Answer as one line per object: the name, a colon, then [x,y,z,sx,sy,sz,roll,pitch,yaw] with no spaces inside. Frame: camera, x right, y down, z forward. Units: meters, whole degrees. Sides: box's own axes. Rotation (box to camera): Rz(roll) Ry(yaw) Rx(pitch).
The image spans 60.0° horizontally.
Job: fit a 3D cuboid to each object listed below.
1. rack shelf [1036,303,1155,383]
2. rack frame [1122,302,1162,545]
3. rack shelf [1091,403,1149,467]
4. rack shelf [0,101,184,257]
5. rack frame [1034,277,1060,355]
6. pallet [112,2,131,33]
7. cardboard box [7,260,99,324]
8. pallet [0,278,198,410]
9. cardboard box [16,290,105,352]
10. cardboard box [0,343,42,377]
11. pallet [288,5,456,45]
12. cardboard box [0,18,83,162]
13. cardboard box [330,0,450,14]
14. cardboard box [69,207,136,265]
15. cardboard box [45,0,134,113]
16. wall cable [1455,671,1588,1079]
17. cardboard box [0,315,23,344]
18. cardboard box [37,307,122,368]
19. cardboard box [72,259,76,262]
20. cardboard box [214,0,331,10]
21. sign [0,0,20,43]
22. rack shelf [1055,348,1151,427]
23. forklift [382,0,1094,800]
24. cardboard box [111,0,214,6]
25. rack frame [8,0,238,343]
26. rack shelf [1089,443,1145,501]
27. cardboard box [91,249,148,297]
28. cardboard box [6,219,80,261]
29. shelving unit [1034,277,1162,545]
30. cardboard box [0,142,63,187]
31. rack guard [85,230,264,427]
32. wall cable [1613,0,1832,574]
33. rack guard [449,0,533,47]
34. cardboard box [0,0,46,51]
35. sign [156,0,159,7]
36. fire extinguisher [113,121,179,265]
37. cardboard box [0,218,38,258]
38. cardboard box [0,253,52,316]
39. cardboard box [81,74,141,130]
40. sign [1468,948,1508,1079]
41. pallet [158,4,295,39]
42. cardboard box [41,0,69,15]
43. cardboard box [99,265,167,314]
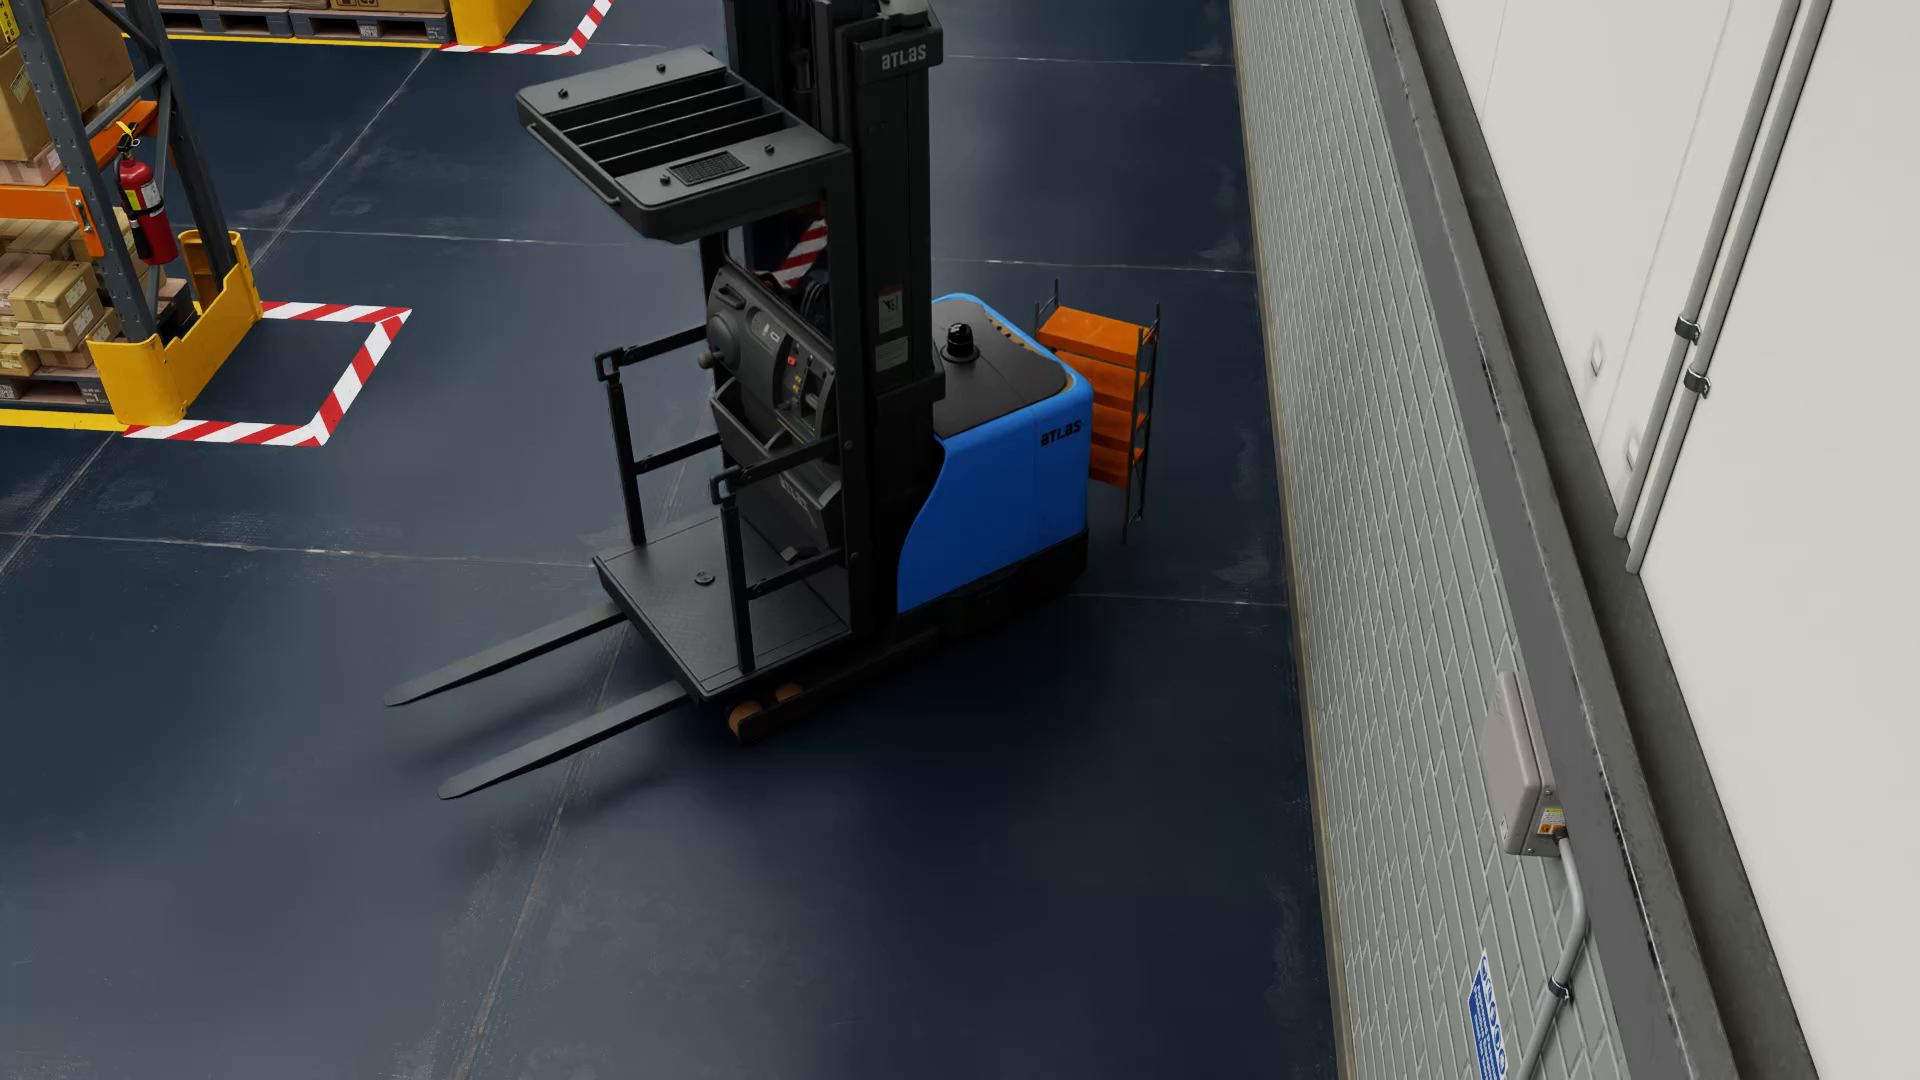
rack shelf: [0.608,-0.883,7.432,0.480,0.148,0.258,17,42,20]
rack frame: [0.827,-0.511,7.597,0.015,1.200,0.240,17,42,20]
rack shelf: [0.608,-0.526,7.723,0.480,0.148,0.258,17,42,20]
rack shelf: [-6.112,-1.953,8.513,4.000,0.370,1.077,3,39,4]
rack frame: [0.389,-0.646,7.763,0.015,1.200,0.240,17,42,20]
pallet: [-6.825,-4.282,13.014,1.213,0.211,1.003,3,39,4]
cardboard box: [-4.669,-1.280,8.571,0.250,0.149,0.380,4,39,4]
pallet: [-5.002,-1.112,9.119,1.213,0.211,1.003,3,39,4]
cardboard box: [-4.670,-1.145,8.641,0.250,0.149,0.380,2,39,3]
cardboard box: [-4.927,-1.028,8.733,0.250,0.149,0.380,4,39,5]
pallet: [-4.395,-4.149,12.851,1.213,0.211,1.003,3,39,4]
cardboard box: [-4.590,-2.139,7.858,0.500,0.500,0.500,4,39,5]
cardboard box: [-4.236,-4.560,12.497,0.875,0.875,0.875,3,39,4]
cardboard box: [-4.613,-1.653,9.029,0.250,0.149,0.380,1,39,2]
cardboard box: [-4.543,-2.475,8.270,0.500,0.500,0.500,5,39,6]
wall cable: [1.173,0.882,3.631,0.123,1.953,0.585,3,39,4]
cardboard box: [-4.926,-1.193,8.700,0.250,0.149,0.380,2,39,3]
cardboard box: [-4.662,-1.077,8.794,0.250,0.149,0.380,4,39,5]
cardboard box: [-4.888,-1.536,9.121,0.250,0.149,0.380,3,39,4]
cardboard box: [-5.142,-4.610,12.558,0.875,0.875,0.875,3,39,4]
sign: [-4.188,-2.346,7.259,0.005,0.325,0.100,3,39,4]
rack shelf: [0.608,-0.700,7.582,0.480,0.148,0.258,17,42,20]
forklift: [-0.920,-0.685,6.441,3.031,2.935,1.130,-23,45,-26]
cardboard box: [-6.029,-4.658,12.617,0.875,0.875,0.875,3,39,4]
rack frame: [-4.120,-2.123,8.152,0.127,3.000,1.000,3,39,4]
rack shelf: [0.608,-0.372,7.848,0.480,0.148,0.258,17,42,20]
cardboard box: [-4.620,-1.485,9.059,0.250,0.149,0.380,5,39,6]
cardboard box: [-4.898,-1.592,8.955,0.250,0.149,0.380,4,39,5]
shelving unit: [0.608,-0.578,7.680,0.503,1.200,0.258,17,42,20]
cardboard box: [-4.469,-1.865,8.035,0.250,0.149,0.380,3,39,4]
rack guard: [-4.196,-1.157,8.946,0.348,0.500,1.175,3,39,4]
wall cable: [1.245,-1.198,2.264,0.029,3.000,0.463,3,39,4]
rack guard: [-3.567,-4.266,12.765,0.348,0.500,1.175,3,39,4]
cardboard box: [-4.597,-2.533,7.550,0.500,0.500,0.500,2,39,3]
sign: [-4.073,-2.800,8.298,0.005,0.325,0.100,3,39,4]
fire extinguisher: [-3.909,-1.644,7.921,0.183,0.674,0.296,3,39,4]
cardboard box: [-5.138,-1.687,9.071,0.250,0.149,0.380,3,39,4]
cardboard box: [-4.915,-1.330,8.633,0.250,0.149,0.380,4,39,5]
cardboard box: [-4.414,-2.249,8.506,0.250,0.149,0.380,3,39,3]
sign: [1.239,1.157,3.909,0.001,0.218,0.327,3,39,4]
pallet: [-5.607,-4.218,12.935,1.213,0.211,1.003,3,39,4]
cardboard box: [-4.544,-2.856,7.946,0.500,0.500,0.500,3,39,4]
cardboard box: [-4.614,-1.410,9.202,0.250,0.149,0.380,4,39,5]
